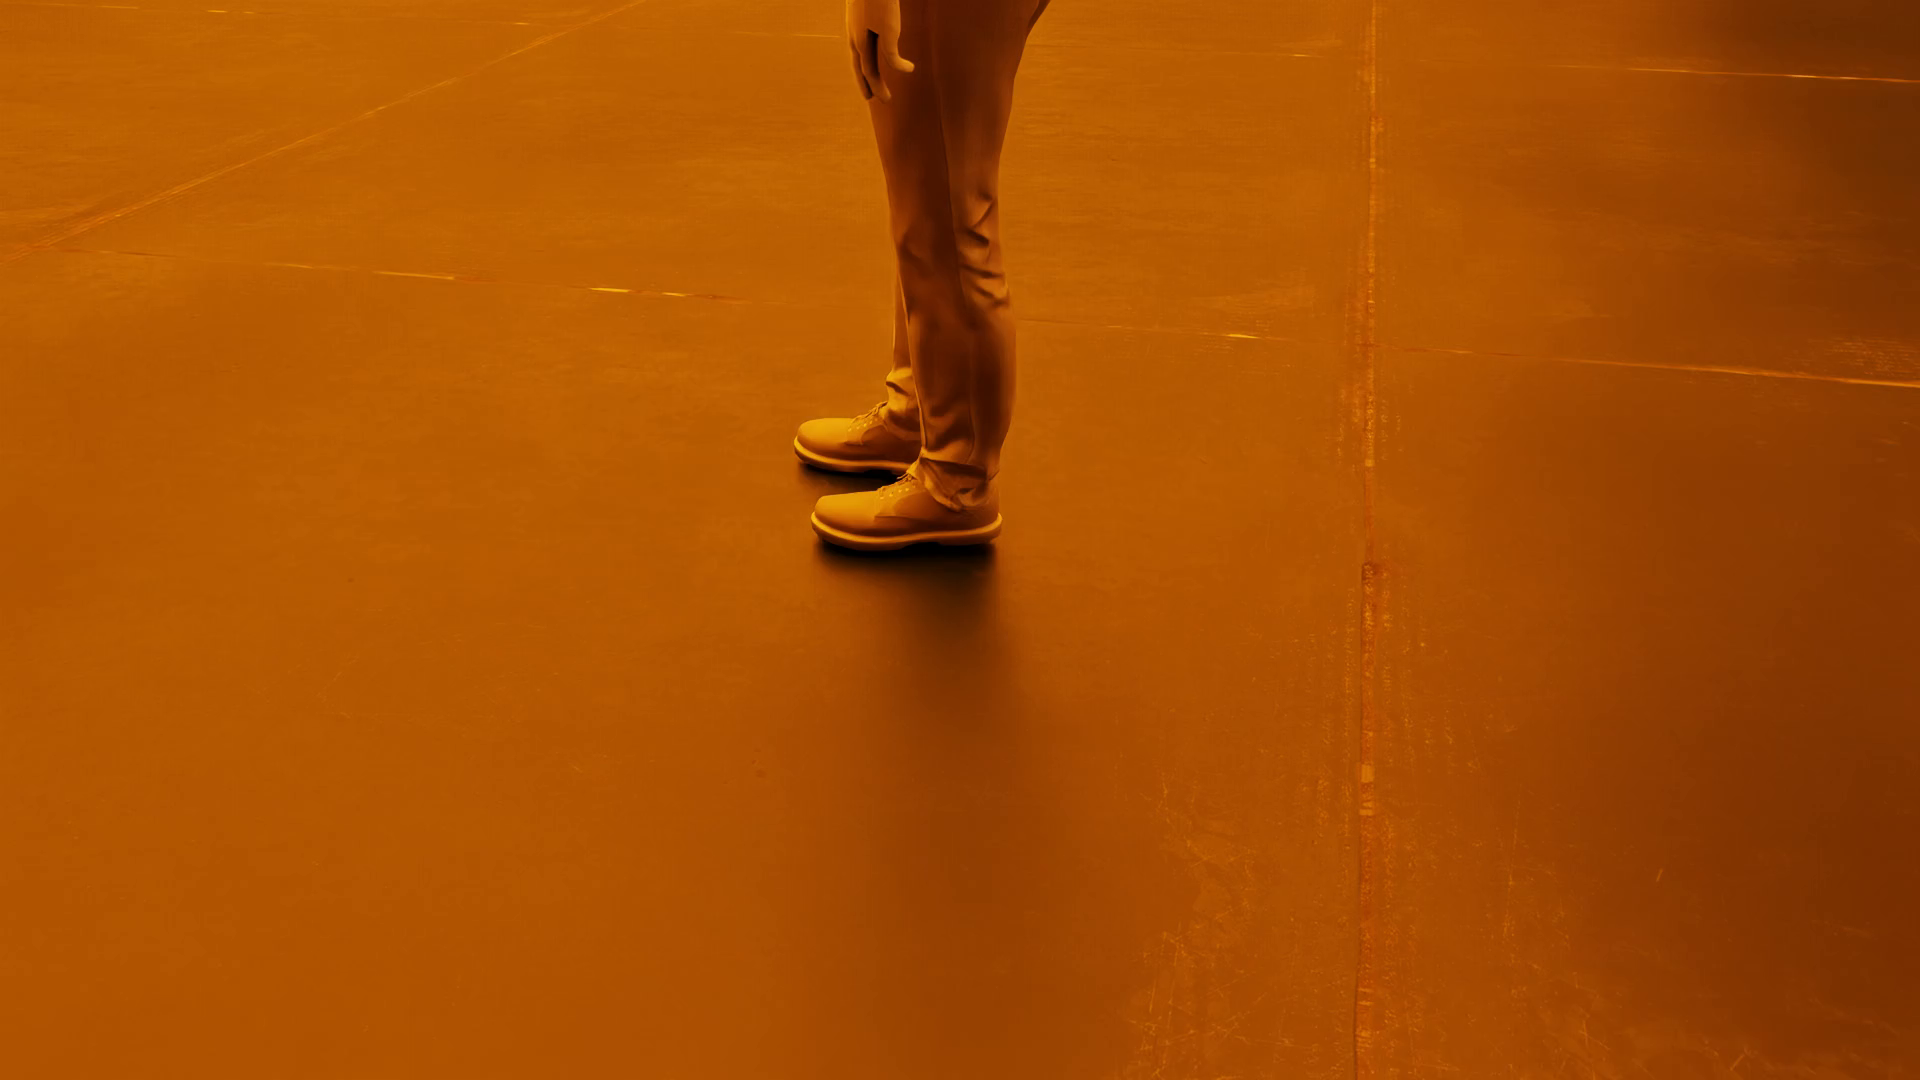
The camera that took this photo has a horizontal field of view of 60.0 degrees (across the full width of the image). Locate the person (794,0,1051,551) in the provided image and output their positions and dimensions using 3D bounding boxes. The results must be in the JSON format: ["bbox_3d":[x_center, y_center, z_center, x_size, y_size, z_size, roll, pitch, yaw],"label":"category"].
[{"bbox_3d":[-0.066,-0.773,2.135,0.530,1.694,0.586,6,27,11],"label":"person"}]
